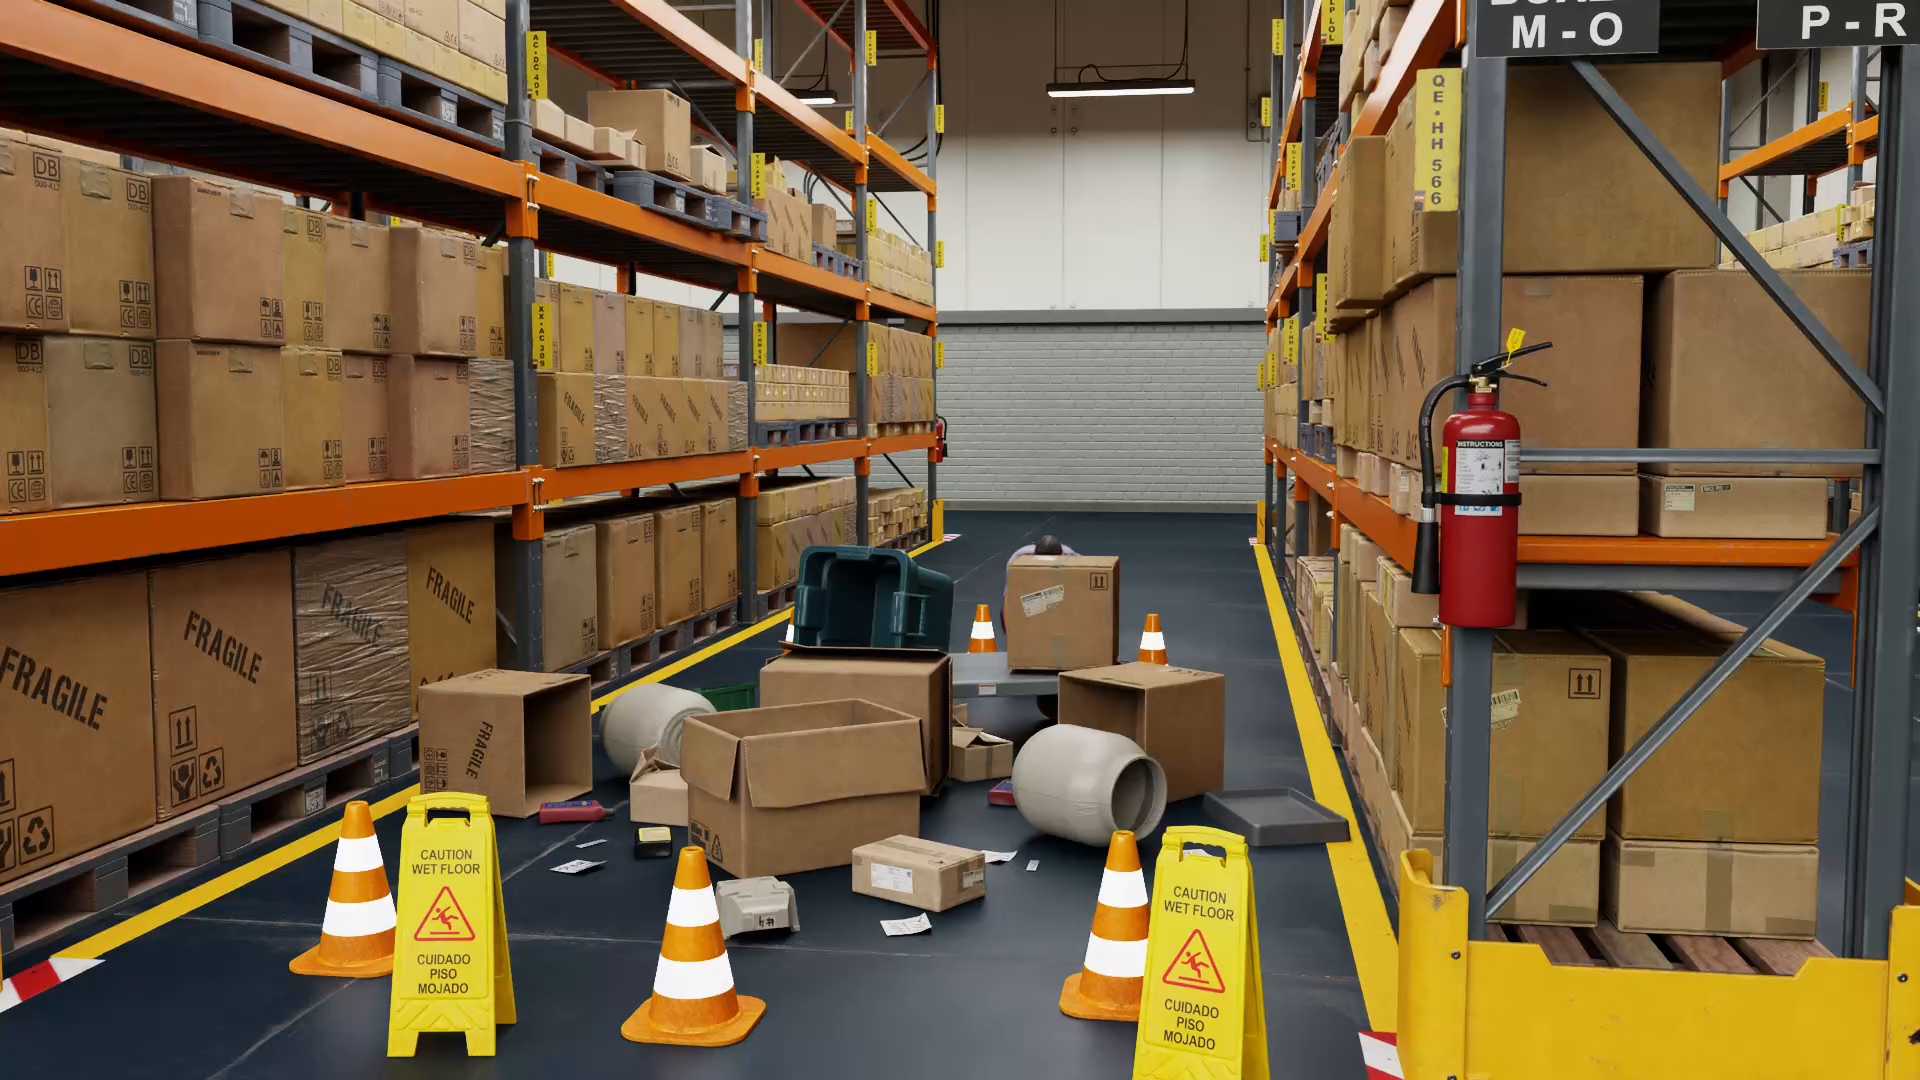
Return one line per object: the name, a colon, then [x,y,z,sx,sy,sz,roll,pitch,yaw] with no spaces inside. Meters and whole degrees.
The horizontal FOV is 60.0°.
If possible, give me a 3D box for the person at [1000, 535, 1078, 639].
person: [0.503,0.380,10.191,0.509,0.868,0.831,0,5,5]
